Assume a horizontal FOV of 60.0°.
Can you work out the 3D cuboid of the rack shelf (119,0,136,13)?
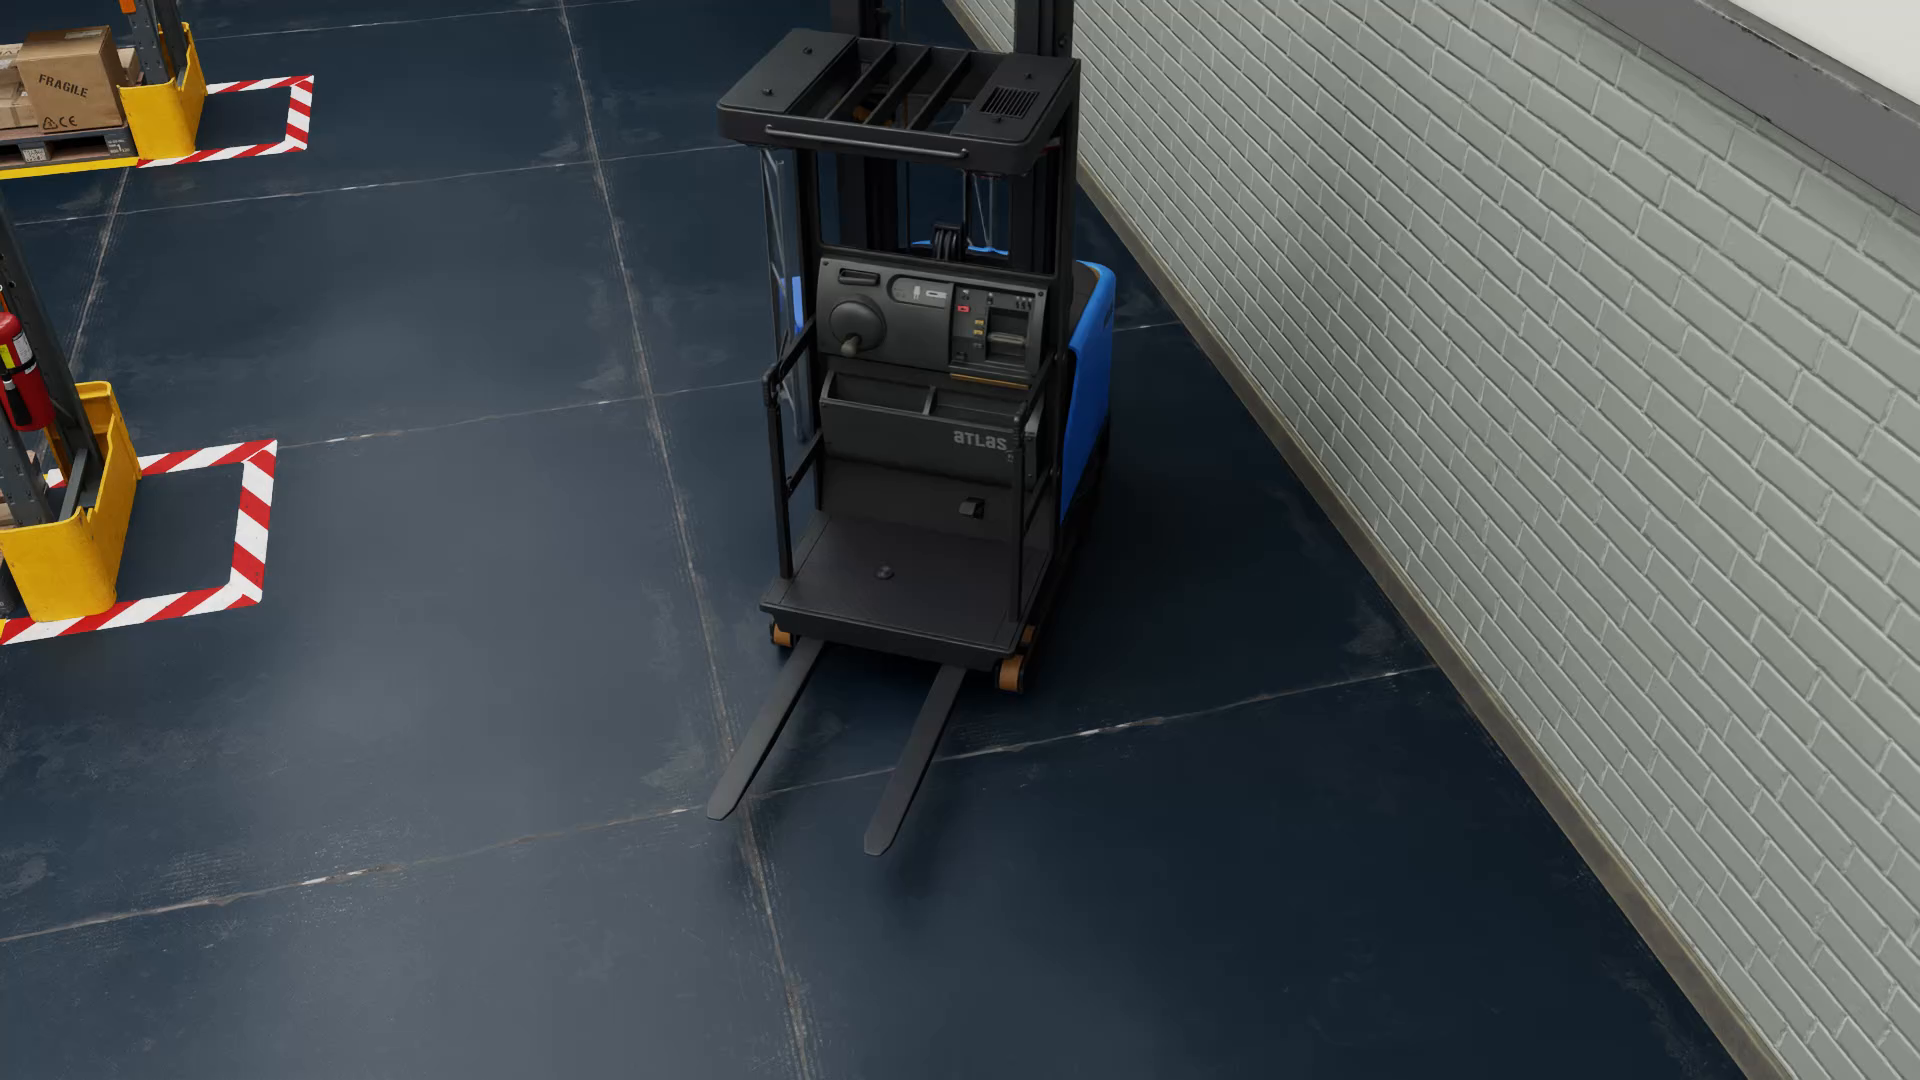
[{"bbox_3d":[-7.293,-3.482,10.425,4.000,0.370,1.077,-9,38,-12],"label":"rack shelf"}]

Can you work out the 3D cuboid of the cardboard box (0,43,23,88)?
[{"bbox_3d":[-6.444,-3.168,11.324,0.500,0.250,0.500,-9,38,-12],"label":"cardboard box"}]

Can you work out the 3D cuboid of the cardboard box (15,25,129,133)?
[{"bbox_3d":[-5.823,-3.036,10.945,0.500,0.500,0.500,-9,38,-12],"label":"cardboard box"}]

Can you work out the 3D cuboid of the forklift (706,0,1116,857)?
[{"bbox_3d":[-0.177,-0.801,6.385,1.130,2.935,3.031,10,39,13],"label":"forklift"}]

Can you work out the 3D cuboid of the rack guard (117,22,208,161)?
[{"bbox_3d":[-5.435,-3.080,11.364,0.348,0.500,1.175,-9,38,-12],"label":"rack guard"}]

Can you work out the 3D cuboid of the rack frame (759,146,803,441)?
[{"bbox_3d":[-0.877,-1.247,8.146,0.032,1.500,0.500,-10,38,-13],"label":"rack frame"}]

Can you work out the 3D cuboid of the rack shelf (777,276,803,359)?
[{"bbox_3d":[-0.388,-1.190,8.366,1.000,0.185,0.538,-10,38,-13],"label":"rack shelf"}]

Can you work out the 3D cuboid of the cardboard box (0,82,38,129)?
[{"bbox_3d":[-6.237,-2.892,11.031,0.250,0.166,0.380,-9,38,-12],"label":"cardboard box"}]

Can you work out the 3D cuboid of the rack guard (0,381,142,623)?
[{"bbox_3d":[-4.054,-0.197,7.596,0.348,0.500,1.175,-9,38,-12],"label":"rack guard"}]

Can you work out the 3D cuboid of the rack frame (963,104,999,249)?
[{"bbox_3d":[0.100,-1.418,8.369,0.032,1.500,0.500,-10,38,-13],"label":"rack frame"}]

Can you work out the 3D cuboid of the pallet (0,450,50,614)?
[{"bbox_3d":[-4.880,0.037,7.528,1.213,0.211,1.003,-9,38,-12],"label":"pallet"}]

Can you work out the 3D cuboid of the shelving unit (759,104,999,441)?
[{"bbox_3d":[-0.388,-1.332,8.257,1.048,1.500,0.538,-10,38,-13],"label":"shelving unit"}]

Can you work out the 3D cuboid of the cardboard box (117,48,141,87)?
[{"bbox_3d":[-5.856,-3.262,11.530,0.250,0.149,0.380,-9,38,-12],"label":"cardboard box"}]

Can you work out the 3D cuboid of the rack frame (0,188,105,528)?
[{"bbox_3d":[-4.074,-1.178,6.822,0.127,3.000,1.000,-9,38,-12],"label":"rack frame"}]

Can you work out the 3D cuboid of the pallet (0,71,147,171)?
[{"bbox_3d":[-6.205,-2.838,11.286,1.213,0.211,1.003,-9,38,-12],"label":"pallet"}]

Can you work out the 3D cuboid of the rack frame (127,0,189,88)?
[{"bbox_3d":[-5.362,-4.084,10.621,0.127,3.000,1.000,-9,38,-12],"label":"rack frame"}]

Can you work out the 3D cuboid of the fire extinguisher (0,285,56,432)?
[{"bbox_3d":[-3.810,-0.757,6.641,0.183,0.674,0.296,-9,38,-12],"label":"fire extinguisher"}]

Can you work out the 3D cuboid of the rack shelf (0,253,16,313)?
[{"bbox_3d":[-6.005,-0.576,6.626,4.000,0.370,1.077,-9,38,-12],"label":"rack shelf"}]
